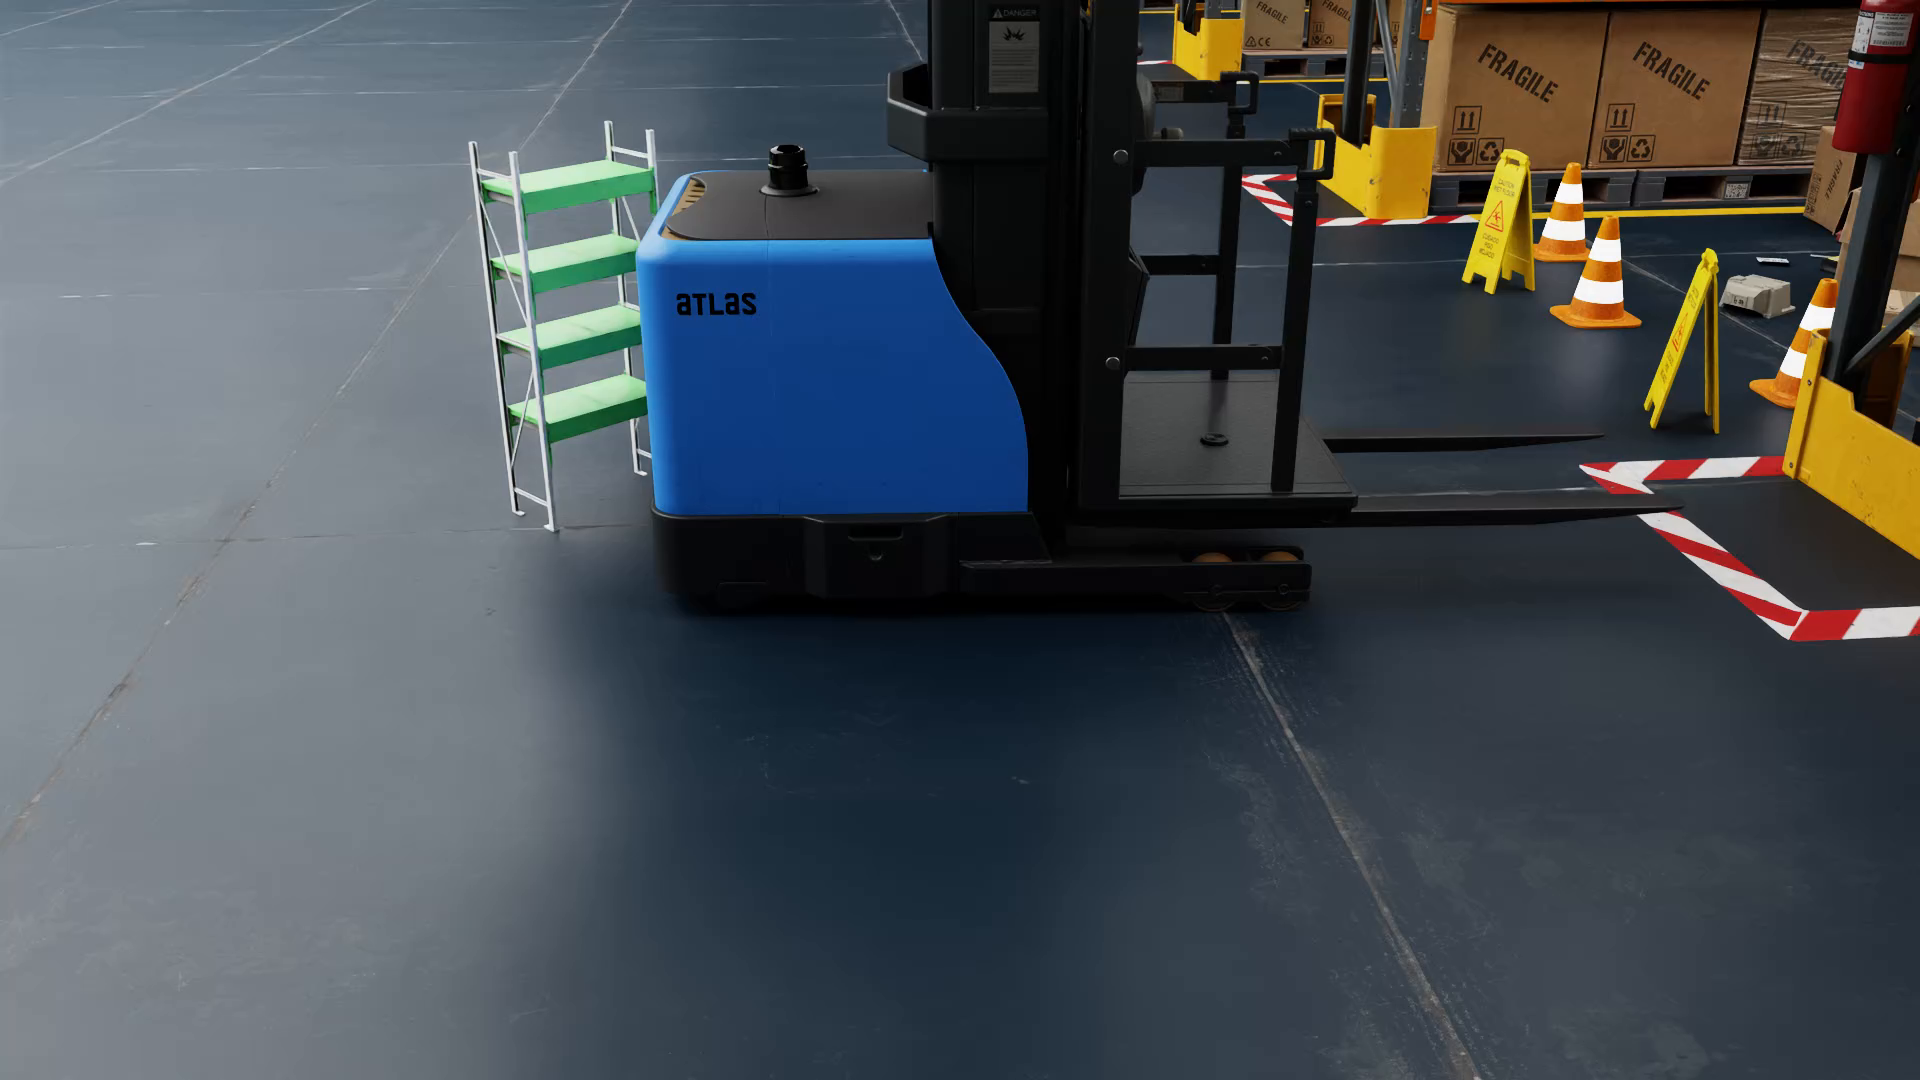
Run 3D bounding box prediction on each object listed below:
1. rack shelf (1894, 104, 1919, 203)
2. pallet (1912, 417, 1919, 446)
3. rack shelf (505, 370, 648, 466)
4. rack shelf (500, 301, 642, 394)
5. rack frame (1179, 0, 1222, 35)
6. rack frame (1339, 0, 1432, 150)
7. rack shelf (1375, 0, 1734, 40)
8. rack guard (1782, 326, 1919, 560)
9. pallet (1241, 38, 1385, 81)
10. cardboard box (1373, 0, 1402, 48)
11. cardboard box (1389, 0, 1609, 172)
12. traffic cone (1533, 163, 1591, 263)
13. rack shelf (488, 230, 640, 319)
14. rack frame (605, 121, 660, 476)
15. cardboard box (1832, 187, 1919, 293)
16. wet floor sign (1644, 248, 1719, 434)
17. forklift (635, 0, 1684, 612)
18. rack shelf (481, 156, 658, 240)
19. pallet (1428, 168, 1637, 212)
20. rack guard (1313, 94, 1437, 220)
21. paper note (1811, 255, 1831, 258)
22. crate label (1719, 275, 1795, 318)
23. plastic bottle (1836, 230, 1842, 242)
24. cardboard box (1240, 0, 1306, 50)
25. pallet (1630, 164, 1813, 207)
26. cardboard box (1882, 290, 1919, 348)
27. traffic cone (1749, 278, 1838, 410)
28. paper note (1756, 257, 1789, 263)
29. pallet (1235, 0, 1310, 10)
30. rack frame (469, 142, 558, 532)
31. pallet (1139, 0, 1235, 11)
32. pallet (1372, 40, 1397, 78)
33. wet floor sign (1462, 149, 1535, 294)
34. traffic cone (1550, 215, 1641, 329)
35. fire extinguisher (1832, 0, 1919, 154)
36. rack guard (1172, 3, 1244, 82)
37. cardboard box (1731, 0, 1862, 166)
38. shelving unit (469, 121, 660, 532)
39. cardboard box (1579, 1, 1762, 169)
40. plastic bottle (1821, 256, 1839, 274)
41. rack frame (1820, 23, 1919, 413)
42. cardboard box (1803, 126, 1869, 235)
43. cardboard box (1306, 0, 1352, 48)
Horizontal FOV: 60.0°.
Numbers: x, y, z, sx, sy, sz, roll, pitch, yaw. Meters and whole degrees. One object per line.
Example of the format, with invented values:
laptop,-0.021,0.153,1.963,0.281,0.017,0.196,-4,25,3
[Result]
rack shelf,5.001,-1.150,5.030,4.000,0.370,1.077,-2,24,-5
pallet,3.898,-0.146,5.318,1.213,0.211,1.003,-2,24,-5
rack shelf,-1.209,-0.403,5.428,0.258,0.148,0.480,21,32,39
rack shelf,-1.209,-0.622,5.330,0.258,0.148,0.480,21,32,39
rack frame,2.037,-5.404,13.716,0.127,3.000,1.000,-2,24,-5
rack frame,2.424,-3.395,9.196,0.127,3.000,1.000,-2,24,-5
rack shelf,4.414,-3.147,9.522,4.000,0.370,1.077,-2,24,-5
rack guard,3.086,-0.260,5.218,0.348,0.500,1.175,-2,24,-5
pallet,2.924,-4.151,14.330,1.213,0.211,1.003,-2,24,-5
cardboard box,3.876,-4.527,14.303,0.500,0.500,0.500,0,24,0
cardboard box,3.092,-2.670,9.663,0.875,0.875,0.875,-2,24,-5
traffic cone,3.092,-1.683,8.468,0.334,0.463,0.336,-2,24,-5
rack shelf,-1.209,-0.842,5.233,0.258,0.148,0.480,21,32,39
rack frame,-1.040,-0.752,5.465,0.240,1.200,0.015,21,32,39
cardboard box,4.510,-1.351,7.671,0.797,0.503,0.637,22,32,40
wet floor sign,2.717,-0.748,6.138,0.232,0.644,0.267,6,25,13
forklift,0.623,-1.348,4.675,3.031,2.935,1.130,-1,24,-2
rack shelf,-1.209,-1.061,5.135,0.258,0.148,0.480,21,32,39
pallet,3.212,-2.185,9.905,1.213,0.211,1.003,-2,24,-5
rack guard,2.400,-2.252,9.702,0.348,0.500,1.175,-2,24,-5
paper note,4.415,-1.448,8.495,0.123,0.001,0.032,10,26,22
crate label,3.641,-1.121,7.603,0.298,0.136,0.250,-16,29,-32
plastic bottle,4.752,-1.565,8.696,0.133,0.061,0.283,-11,26,-23
cardboard box,2.660,-4.472,14.179,0.500,0.500,0.500,2,24,5
pallet,4.423,-2.232,10.012,1.213,0.211,1.003,-2,24,-5
cardboard box,4.116,-0.965,7.237,0.250,0.149,0.380,10,26,22
traffic cone,3.312,-0.778,6.431,0.334,0.463,0.336,-2,24,-5
paper note,4.110,-1.413,8.393,0.142,0.017,0.144,6,25,13
pallet,3.641,-6.232,19.011,1.213,0.211,1.003,-2,24,-5
rack frame,-1.377,-0.609,5.143,0.240,1.200,0.015,21,32,39
pallet,2.430,-6.184,18.904,1.213,0.211,1.003,-2,24,-5
pallet,4.136,-4.199,14.436,1.213,0.211,1.003,-2,24,-5
wet floor sign,2.589,-1.518,7.871,0.232,0.644,0.267,-6,25,-14
traffic cone,2.864,-1.213,7.410,0.334,0.463,0.336,-2,24,-5
fire extinguisher,2.852,-1.545,5.128,0.183,0.674,0.296,-2,24,-5
rack guard,2.112,-4.265,14.230,0.348,0.500,1.175,-2,24,-5
cardboard box,4.875,-2.742,9.824,0.875,0.875,0.875,-2,24,-5
shelving unit,-1.209,-0.681,5.304,0.258,1.200,0.503,21,32,39
cardboard box,3.967,-2.706,9.744,0.875,0.875,0.875,-3,24,-6
plastic bottle,4.432,-1.373,8.265,0.283,0.061,0.133,-11,26,-23
rack frame,3.011,-1.399,4.704,0.127,3.000,1.000,-2,24,-5
cardboard box,4.960,-1.937,8.990,0.500,0.500,0.500,2,24,4
cardboard box,3.251,-4.510,14.264,0.500,0.500,0.500,4,24,9
